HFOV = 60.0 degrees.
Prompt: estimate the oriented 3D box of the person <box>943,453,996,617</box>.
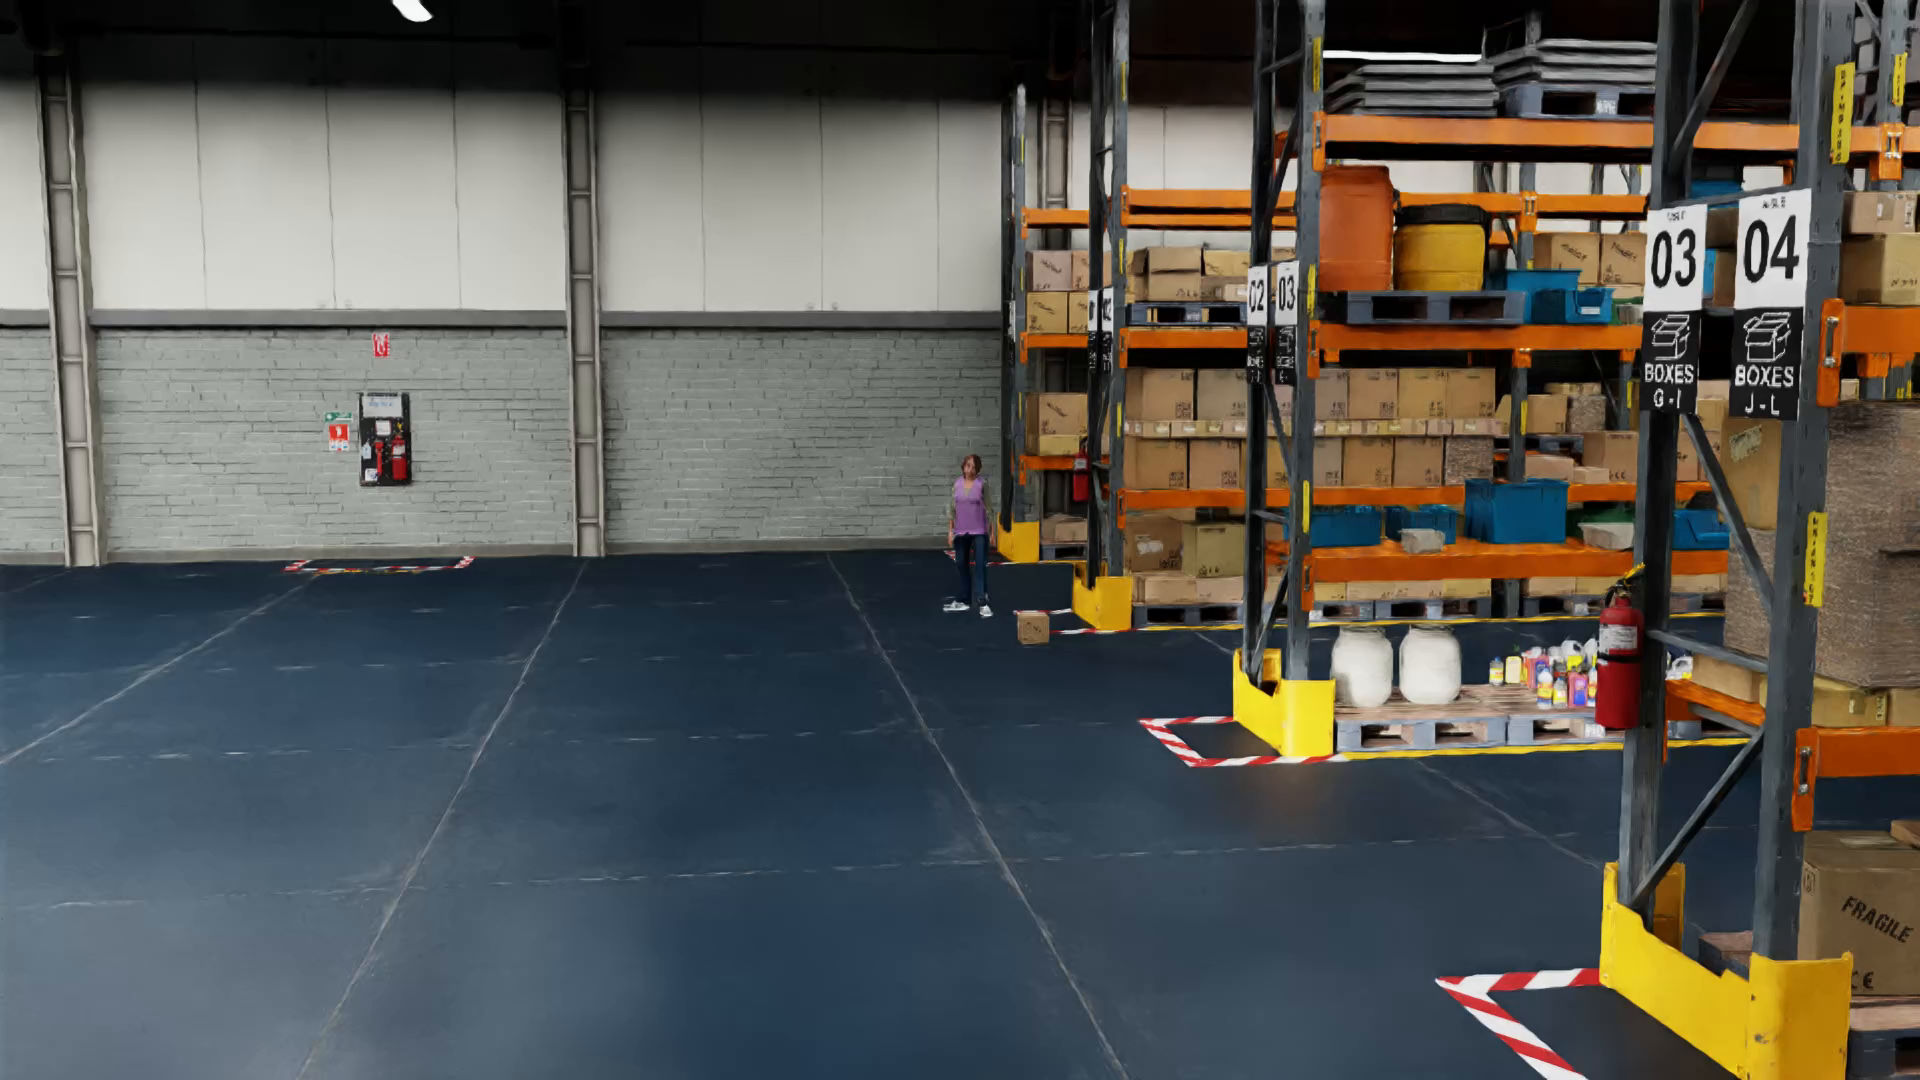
[{"bbox_3d":[0.083,-0.059,16.405,0.575,1.597,0.374,2,7,18],"label":"person"}]
